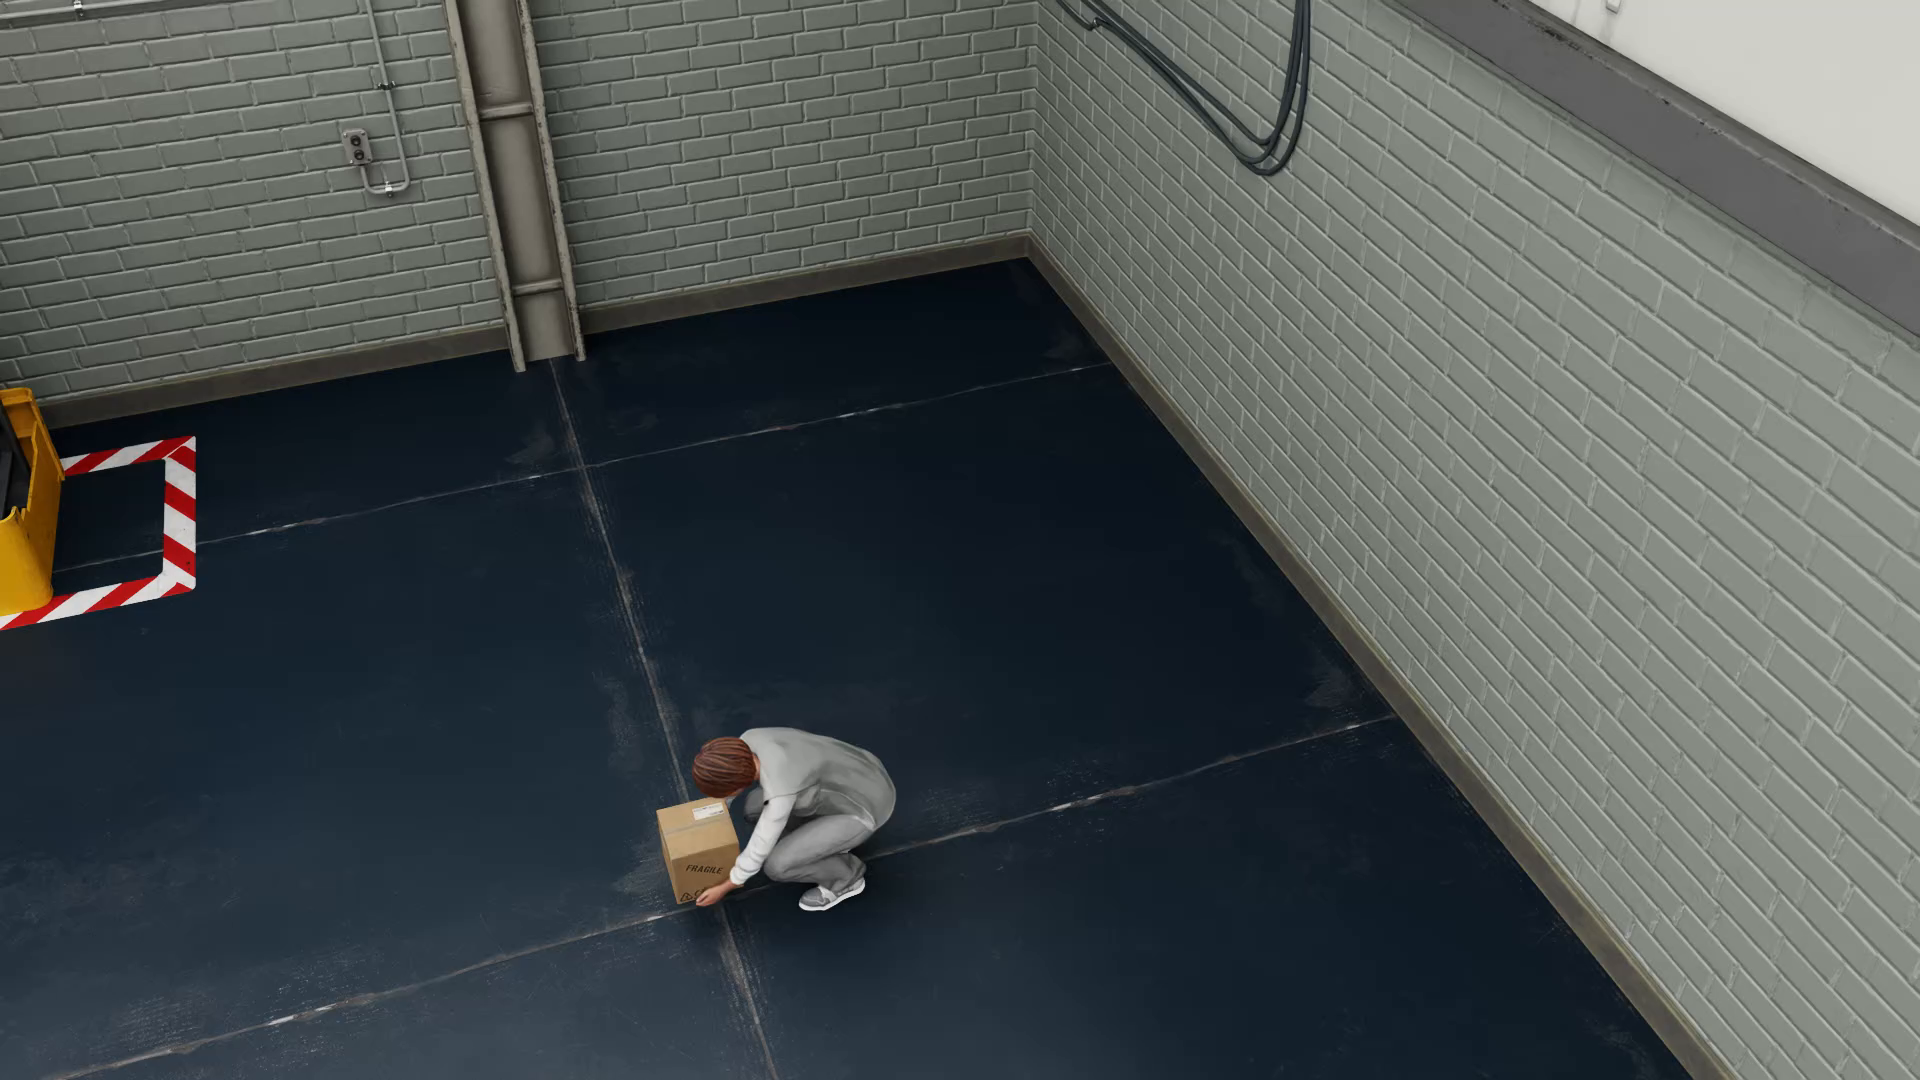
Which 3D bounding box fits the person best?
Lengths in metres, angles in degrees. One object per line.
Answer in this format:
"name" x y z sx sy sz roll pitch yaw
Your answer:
"person" -0.627 0.991 6.120 0.808 0.876 0.459 -13 40 -16
